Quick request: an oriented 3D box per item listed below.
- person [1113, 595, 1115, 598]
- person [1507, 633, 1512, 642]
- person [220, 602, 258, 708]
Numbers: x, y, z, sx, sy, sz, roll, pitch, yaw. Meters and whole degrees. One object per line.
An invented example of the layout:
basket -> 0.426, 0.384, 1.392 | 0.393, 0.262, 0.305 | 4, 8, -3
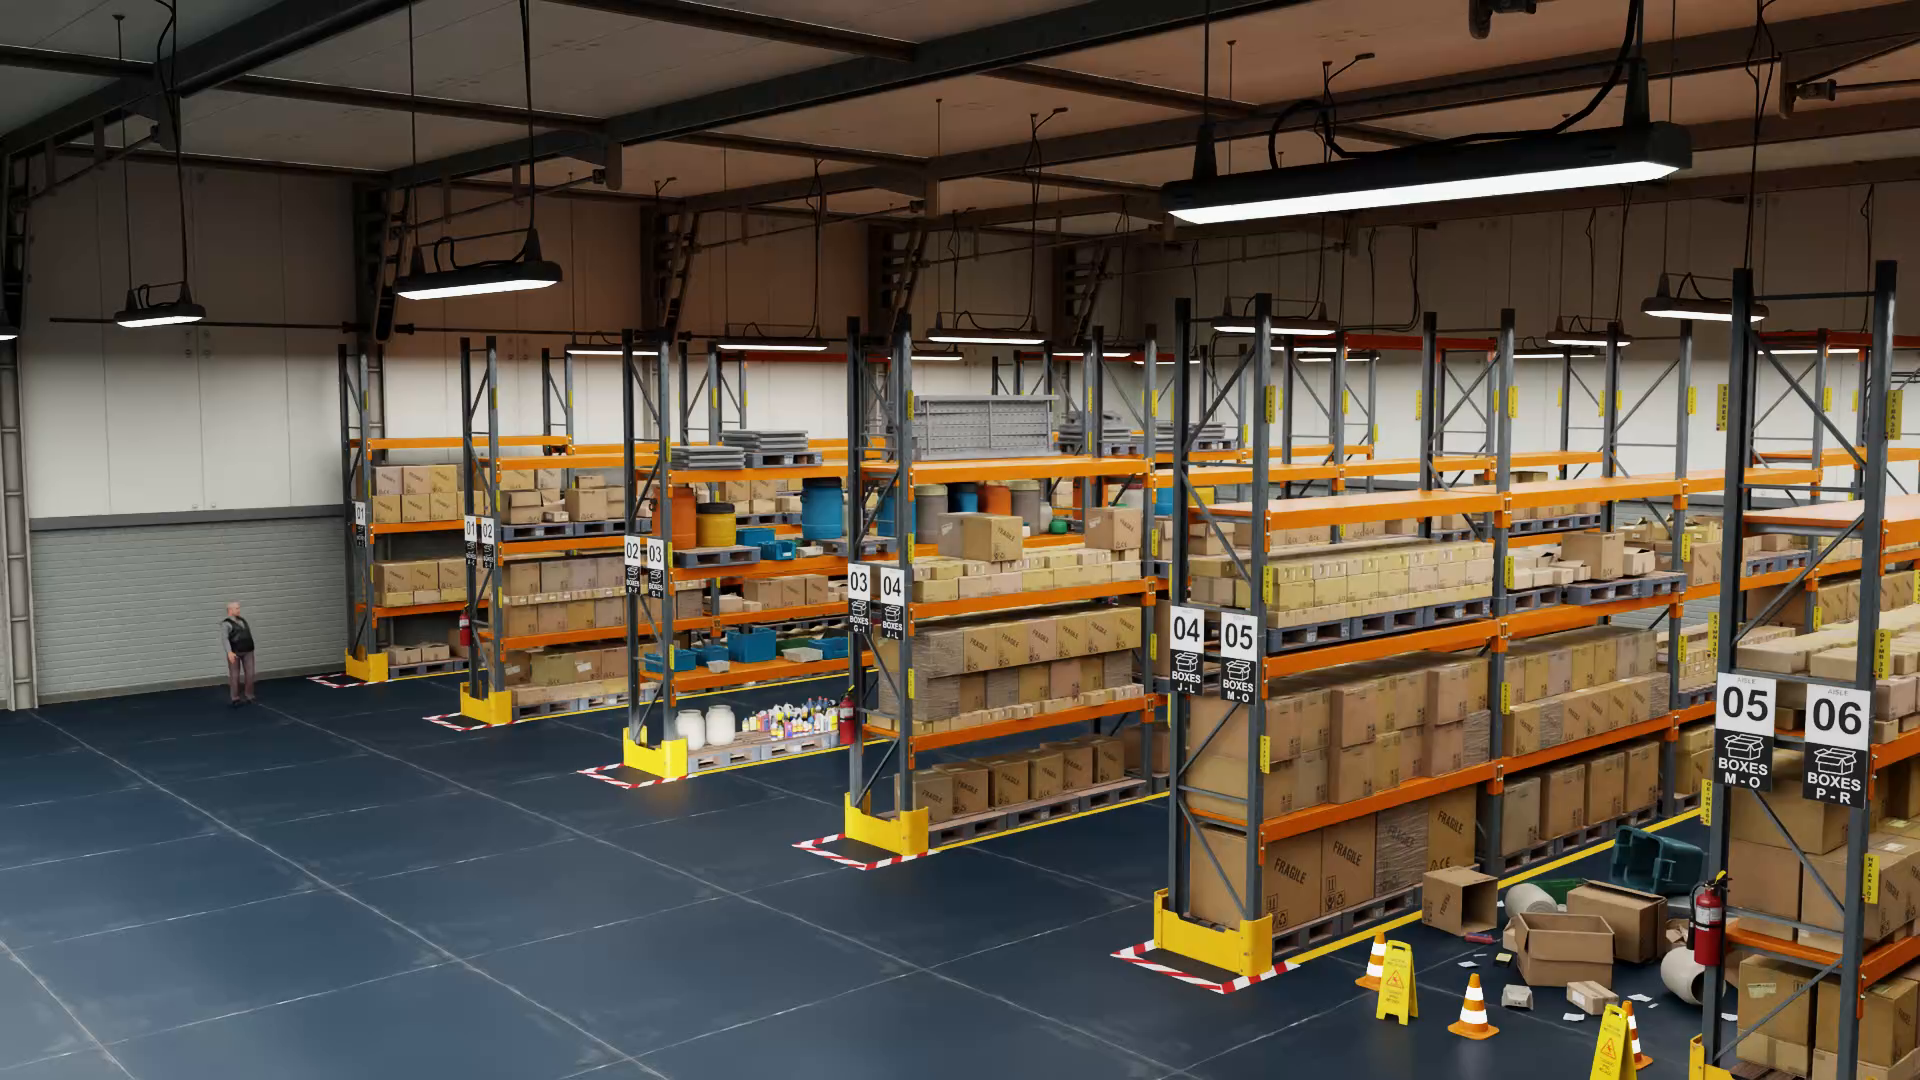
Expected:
person -> 3.533, 0.755, 39.938 | 0.979, 1.623, 0.569 | 4, 7, 39
person -> 8.010, 2.104, 24.578 | 1.018, 1.732, 0.492 | -5, 7, -43
person -> -11.793, 1.890, 27.202 | 0.571, 1.748, 0.617 | -5, 7, -43
